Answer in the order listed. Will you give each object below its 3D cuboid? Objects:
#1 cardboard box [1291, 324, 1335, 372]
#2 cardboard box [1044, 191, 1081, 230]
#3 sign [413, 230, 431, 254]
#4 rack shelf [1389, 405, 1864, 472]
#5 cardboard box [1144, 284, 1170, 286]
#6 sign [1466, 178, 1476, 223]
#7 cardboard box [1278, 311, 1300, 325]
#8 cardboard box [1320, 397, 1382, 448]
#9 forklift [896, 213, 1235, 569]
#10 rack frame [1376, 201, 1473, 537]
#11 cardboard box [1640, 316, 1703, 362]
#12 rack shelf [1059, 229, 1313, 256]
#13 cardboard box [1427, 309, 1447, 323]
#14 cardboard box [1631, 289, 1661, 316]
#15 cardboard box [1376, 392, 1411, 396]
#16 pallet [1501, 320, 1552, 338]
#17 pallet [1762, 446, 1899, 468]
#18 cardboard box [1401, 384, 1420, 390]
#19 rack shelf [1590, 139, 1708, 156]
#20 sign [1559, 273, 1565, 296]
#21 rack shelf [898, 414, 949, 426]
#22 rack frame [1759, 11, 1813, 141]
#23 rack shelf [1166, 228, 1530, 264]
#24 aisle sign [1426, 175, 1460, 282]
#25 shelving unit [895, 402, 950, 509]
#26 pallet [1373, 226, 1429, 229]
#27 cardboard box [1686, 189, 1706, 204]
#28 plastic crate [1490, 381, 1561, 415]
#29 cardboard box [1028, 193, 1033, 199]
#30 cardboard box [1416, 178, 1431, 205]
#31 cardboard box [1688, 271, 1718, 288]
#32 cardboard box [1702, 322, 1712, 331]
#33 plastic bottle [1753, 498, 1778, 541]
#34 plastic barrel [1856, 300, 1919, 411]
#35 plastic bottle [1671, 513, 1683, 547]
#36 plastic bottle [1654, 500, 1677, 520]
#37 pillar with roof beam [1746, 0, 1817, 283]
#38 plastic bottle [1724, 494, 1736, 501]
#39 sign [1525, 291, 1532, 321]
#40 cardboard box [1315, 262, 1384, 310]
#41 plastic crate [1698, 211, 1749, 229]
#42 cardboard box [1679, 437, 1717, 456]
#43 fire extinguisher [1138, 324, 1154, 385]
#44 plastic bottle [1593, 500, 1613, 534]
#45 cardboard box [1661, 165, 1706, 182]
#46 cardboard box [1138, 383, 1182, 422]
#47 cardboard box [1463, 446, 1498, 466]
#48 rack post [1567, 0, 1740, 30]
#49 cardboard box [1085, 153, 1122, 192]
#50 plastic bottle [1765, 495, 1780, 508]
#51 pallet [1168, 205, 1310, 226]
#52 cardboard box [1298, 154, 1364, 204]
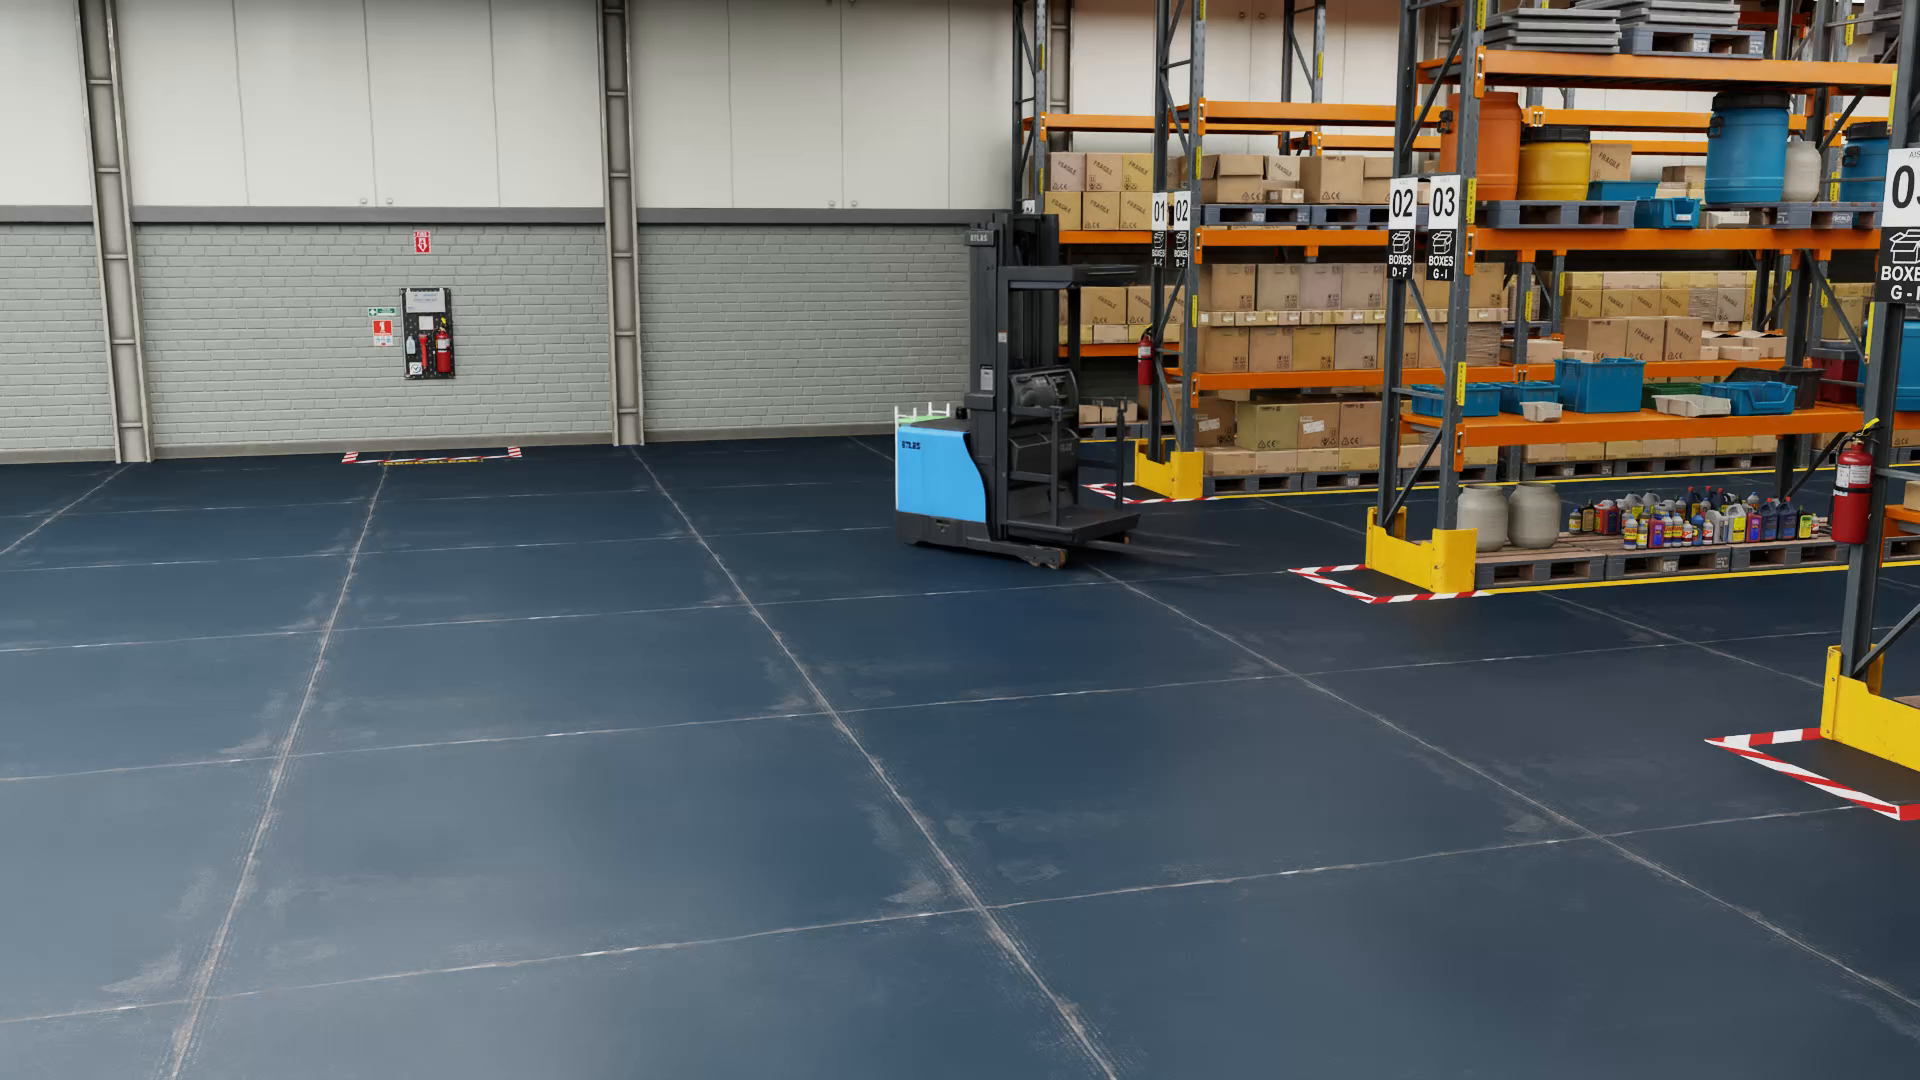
[{"bbox_3d":[3.724,-2.135,18.288,0.500,0.500,0.700,-3,11,-16],"label":"cardboard box"},{"bbox_3d":[1.293,-4.382,22.150,0.500,0.500,0.500,-3,11,-14],"label":"cardboard box"},{"bbox_3d":[-6.847,-3.795,21.176,0.199,0.298,0.001,-3,11,-16],"label":"sign"},{"bbox_3d":[5.592,-0.899,13.837,4.000,0.370,1.077,-3,11,-16],"label":"rack shelf"},{"bbox_3d":[2.760,-3.316,23.265,0.500,0.500,0.500,-3,11,-15],"label":"cardboard box"},{"bbox_3d":[3.821,-2.536,12.429,0.005,0.325,0.100,-3,11,-16],"label":"sign"},{"bbox_3d":[3.463,-2.402,17.947,0.250,0.149,0.380,-3,11,-17],"label":"cardboard box"},{"bbox_3d":[4.309,-1.300,18.391,0.500,0.500,0.500,-3,11,-16],"label":"cardboard box"},{"bbox_3d":[0.891,-1.308,14.261,3.031,2.935,1.130,8,13,37],"label":"forklift"},{"bbox_3d":[3.672,-1.152,13.222,0.127,3.000,1.000,-3,11,-16],"label":"rack frame"},{"bbox_3d":[8.365,-2.379,19.614,0.500,0.500,0.500,-4,11,-19],"label":"cardboard box"},{"bbox_3d":[2.823,-4.097,22.920,4.000,0.370,1.077,-3,11,-16],"label":"rack shelf"},{"bbox_3d":[5.189,-2.493,18.442,0.250,0.149,0.380,-3,11,-16],"label":"cardboard box"},{"bbox_3d":[10.104,-3.514,24.901,0.500,0.500,0.500,-3,11,-16],"label":"cardboard box"},{"bbox_3d":[5.121,-1.443,19.166,0.500,0.500,0.500,-3,11,-16],"label":"cardboard box"},{"bbox_3d":[7.929,-3.130,24.497,1.003,0.211,1.213,-3,11,-16],"label":"pallet"},{"bbox_3d":[10.699,-1.078,20.521,1.213,0.211,1.003,-3,11,-16],"label":"pallet"},{"bbox_3d":[6.428,-2.157,24.373,0.500,0.500,0.700,-3,11,-15],"label":"cardboard box"},{"bbox_3d":[10.504,-5.780,24.884,4.000,0.370,1.077,-3,11,-16],"label":"rack shelf"},{"bbox_3d":[8.744,-3.716,24.169,0.005,0.325,0.100,-3,11,-16],"label":"sign"},{"bbox_3d":[-0.345,-1.069,15.444,0.258,0.148,0.480,8,13,37],"label":"rack shelf"},{"bbox_3d":[12.424,-6.432,25.332,0.127,3.000,1.000,-3,11,-16],"label":"rack frame"},{"bbox_3d":[4.211,-3.236,18.244,4.000,0.370,1.077,-3,11,-16],"label":"rack shelf"},{"bbox_3d":[3.684,-2.376,12.690,0.004,0.787,0.394,-3,11,-16],"label":"aisle sign"},{"bbox_3d":[-0.344,-0.660,15.519,0.258,1.200,0.503,8,13,37],"label":"shelving unit"},{"bbox_3d":[6.361,-4.525,23.779,1.003,0.211,1.213,-3,11,-16],"label":"pallet"},{"bbox_3d":[8.501,-3.937,19.318,0.500,0.250,0.500,-3,11,-17],"label":"cardboard box"},{"bbox_3d":[4.694,-1.188,13.829,0.408,0.251,0.499,-3,11,-16],"label":"plastic crate"},{"bbox_3d":[1.232,-4.473,22.648,0.500,0.500,0.500,-2,11,-12],"label":"cardboard box"},{"bbox_3d":[5.056,-3.915,18.648,0.500,0.311,0.500,-4,11,-19],"label":"cardboard box"},{"bbox_3d":[11.064,-3.937,25.128,0.500,0.250,0.500,-3,11,-15],"label":"cardboard box"},{"bbox_3d":[11.191,-3.255,25.283,0.250,0.149,0.380,-3,11,-16],"label":"cardboard box"},{"bbox_3d":[6.790,-0.175,14.020,0.185,0.351,0.144,-4,11,-19],"label":"plastic bottle"},{"bbox_3d":[7.968,-1.568,14.096,0.708,0.901,0.600,-3,11,-16],"label":"plastic barrel"},{"bbox_3d":[5.925,-0.086,13.755,0.097,0.271,0.097,0,10,0],"label":"plastic bottle"},{"bbox_3d":[6.097,-0.207,14.397,0.135,0.276,0.152,-3,11,-16],"label":"plastic bottle"},{"bbox_3d":[14.058,-5.869,22.277,0.548,9.000,9.100,-3,11,-16],"label":"pillar with roof beam"},{"bbox_3d":[6.781,-0.270,14.740,0.135,0.276,0.152,-3,11,-14],"label":"plastic bottle"},{"bbox_3d":[6.288,-2.584,18.391,0.005,0.325,0.100,-3,11,-16],"label":"sign"},{"bbox_3d":[4.261,-2.803,18.332,0.500,0.500,0.700,-3,11,-16],"label":"cardboard box"},{"bbox_3d":[6.084,-2.548,13.251,0.396,0.136,0.243,-3,11,-16],"label":"plastic crate"},{"bbox_3d":[8.557,-1.152,19.655,0.500,0.250,0.500,-3,11,-15],"label":"cardboard box"},{"bbox_3d":[2.047,-2.050,18.314,0.183,0.674,0.296,-3,11,-16],"label":"fire extinguisher"},{"bbox_3d":[5.562,-0.206,14.391,0.135,0.276,0.152,-3,11,-16],"label":"plastic bottle"},{"bbox_3d":[11.017,-5.539,25.203,0.500,0.250,0.500,-3,11,-18],"label":"cardboard box"},{"bbox_3d":[2.858,-1.938,23.180,0.500,0.500,0.700,-4,11,-20],"label":"cardboard box"},{"bbox_3d":[5.747,-1.008,18.877,0.500,0.250,0.500,-3,11,-16],"label":"cardboard box"},{"bbox_3d":[5.523,-4.169,13.248,0.954,0.300,0.937,-3,11,-17],"label":"rack post"},{"bbox_3d":[1.836,-4.894,22.171,0.500,0.500,0.500,-3,11,-17],"label":"cardboard box"},{"bbox_3d":[6.934,-0.210,14.209,0.185,0.351,0.144,-3,11,-16],"label":"plastic bottle"},{"bbox_3d":[2.977,-3.476,17.807,1.213,0.211,1.003,-3,11,-16],"label":"pallet"},{"bbox_3d":[3.962,-3.849,17.767,0.500,0.500,0.500,-3,11,-16],"label":"cardboard box"}]
